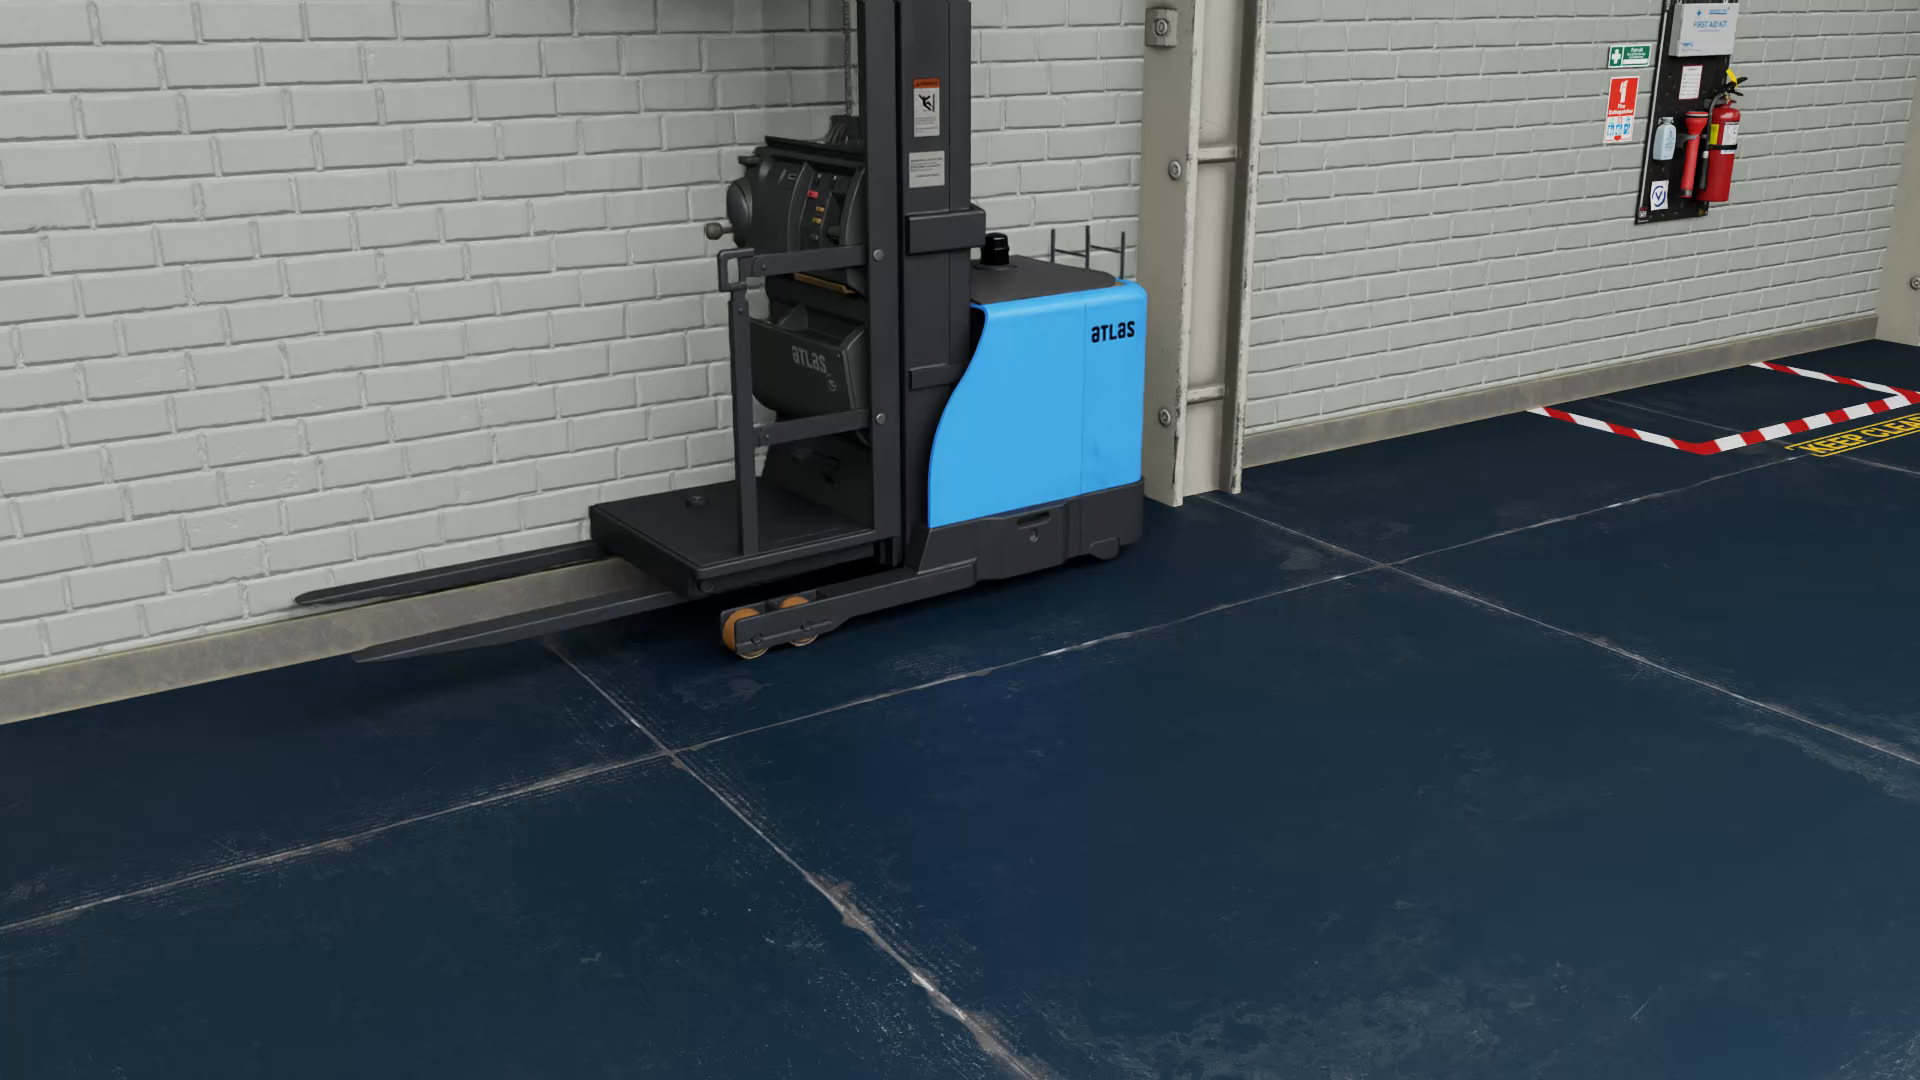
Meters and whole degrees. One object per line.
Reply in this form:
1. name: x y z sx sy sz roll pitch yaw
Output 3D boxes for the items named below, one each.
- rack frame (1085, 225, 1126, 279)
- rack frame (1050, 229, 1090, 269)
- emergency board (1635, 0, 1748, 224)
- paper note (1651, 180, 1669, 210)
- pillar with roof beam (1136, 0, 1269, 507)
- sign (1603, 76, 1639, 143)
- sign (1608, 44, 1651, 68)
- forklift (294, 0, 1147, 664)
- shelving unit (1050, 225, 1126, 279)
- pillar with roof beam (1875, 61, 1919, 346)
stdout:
1. rack frame: 0.588 -0.691 6.915 0.006 1.200 0.240 -13 23 -34
2. rack frame: 0.440 -0.657 6.813 0.006 1.200 0.240 -13 23 -34
3. emergency board: 3.926 -2.272 8.781 0.643 1.169 0.194 -12 22 -31
4. paper note: 3.740 -1.842 8.884 0.142 0.148 0.016 -12 22 -31
5. pillar with roof beam: 3.367 -3.330 2.545 0.400 9.000 9.100 -12 22 -31
6. sign: 3.407 -2.219 8.568 0.234 0.329 0.001 -12 22 -31
7. sign: 3.416 -2.468 8.479 0.331 0.109 0.001 -12 22 -31
8. forklift: -0.772 -1.182 5.665 3.031 2.935 1.130 -13 23 -34
9. shelving unit: 0.514 -0.674 6.864 0.189 1.200 0.258 -13 23 -34
10. pillar with roof beam: 8.379 -4.387 5.671 0.400 9.000 9.100 -12 22 -31
